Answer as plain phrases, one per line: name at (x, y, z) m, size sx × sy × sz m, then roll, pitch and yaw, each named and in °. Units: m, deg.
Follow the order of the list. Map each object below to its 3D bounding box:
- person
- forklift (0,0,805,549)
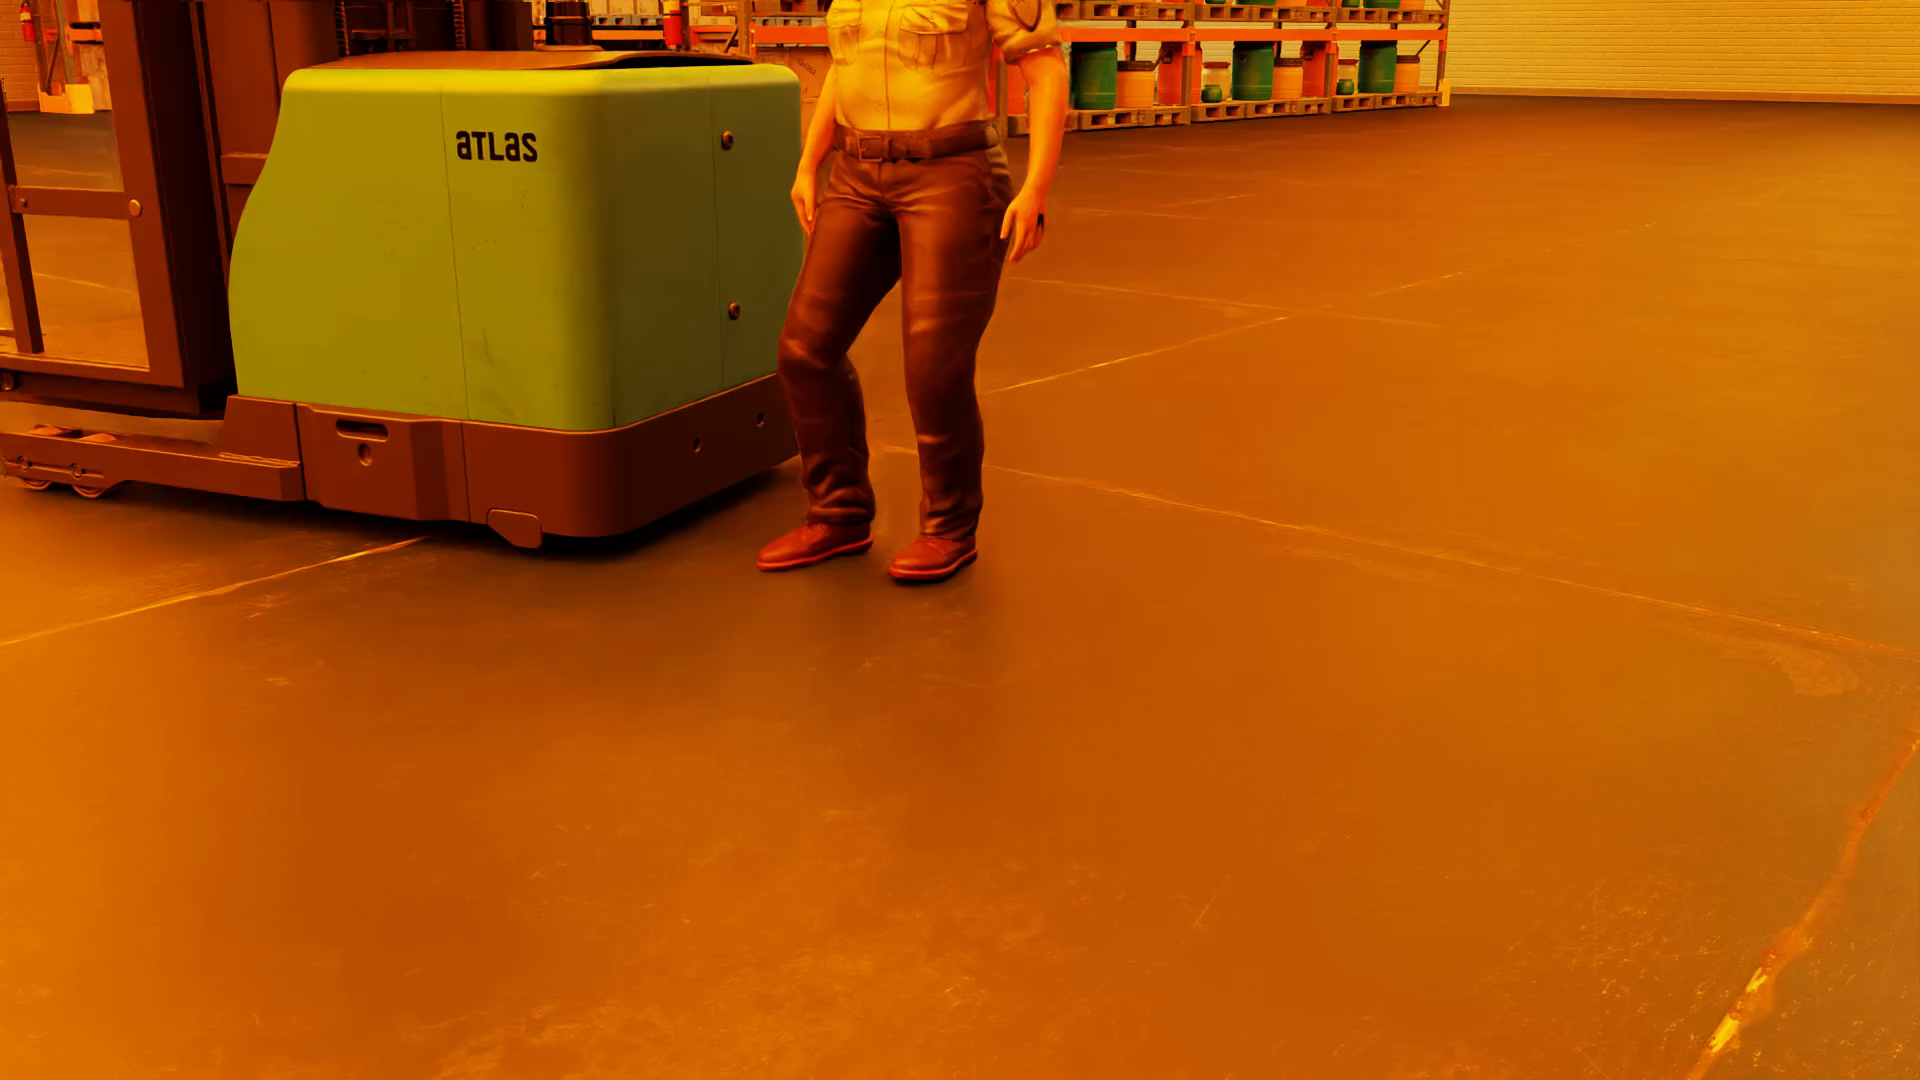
person at (-0.117, -0.720, 3.552) m, size 0.680 × 1.625 × 0.470 m, roll 10°, pitch 20°, yaw 31°
forklift at (-1.959, -1.643, 4.308) m, size 3.031 × 2.935 × 1.130 m, roll 7°, pitch 18°, yaw 22°
